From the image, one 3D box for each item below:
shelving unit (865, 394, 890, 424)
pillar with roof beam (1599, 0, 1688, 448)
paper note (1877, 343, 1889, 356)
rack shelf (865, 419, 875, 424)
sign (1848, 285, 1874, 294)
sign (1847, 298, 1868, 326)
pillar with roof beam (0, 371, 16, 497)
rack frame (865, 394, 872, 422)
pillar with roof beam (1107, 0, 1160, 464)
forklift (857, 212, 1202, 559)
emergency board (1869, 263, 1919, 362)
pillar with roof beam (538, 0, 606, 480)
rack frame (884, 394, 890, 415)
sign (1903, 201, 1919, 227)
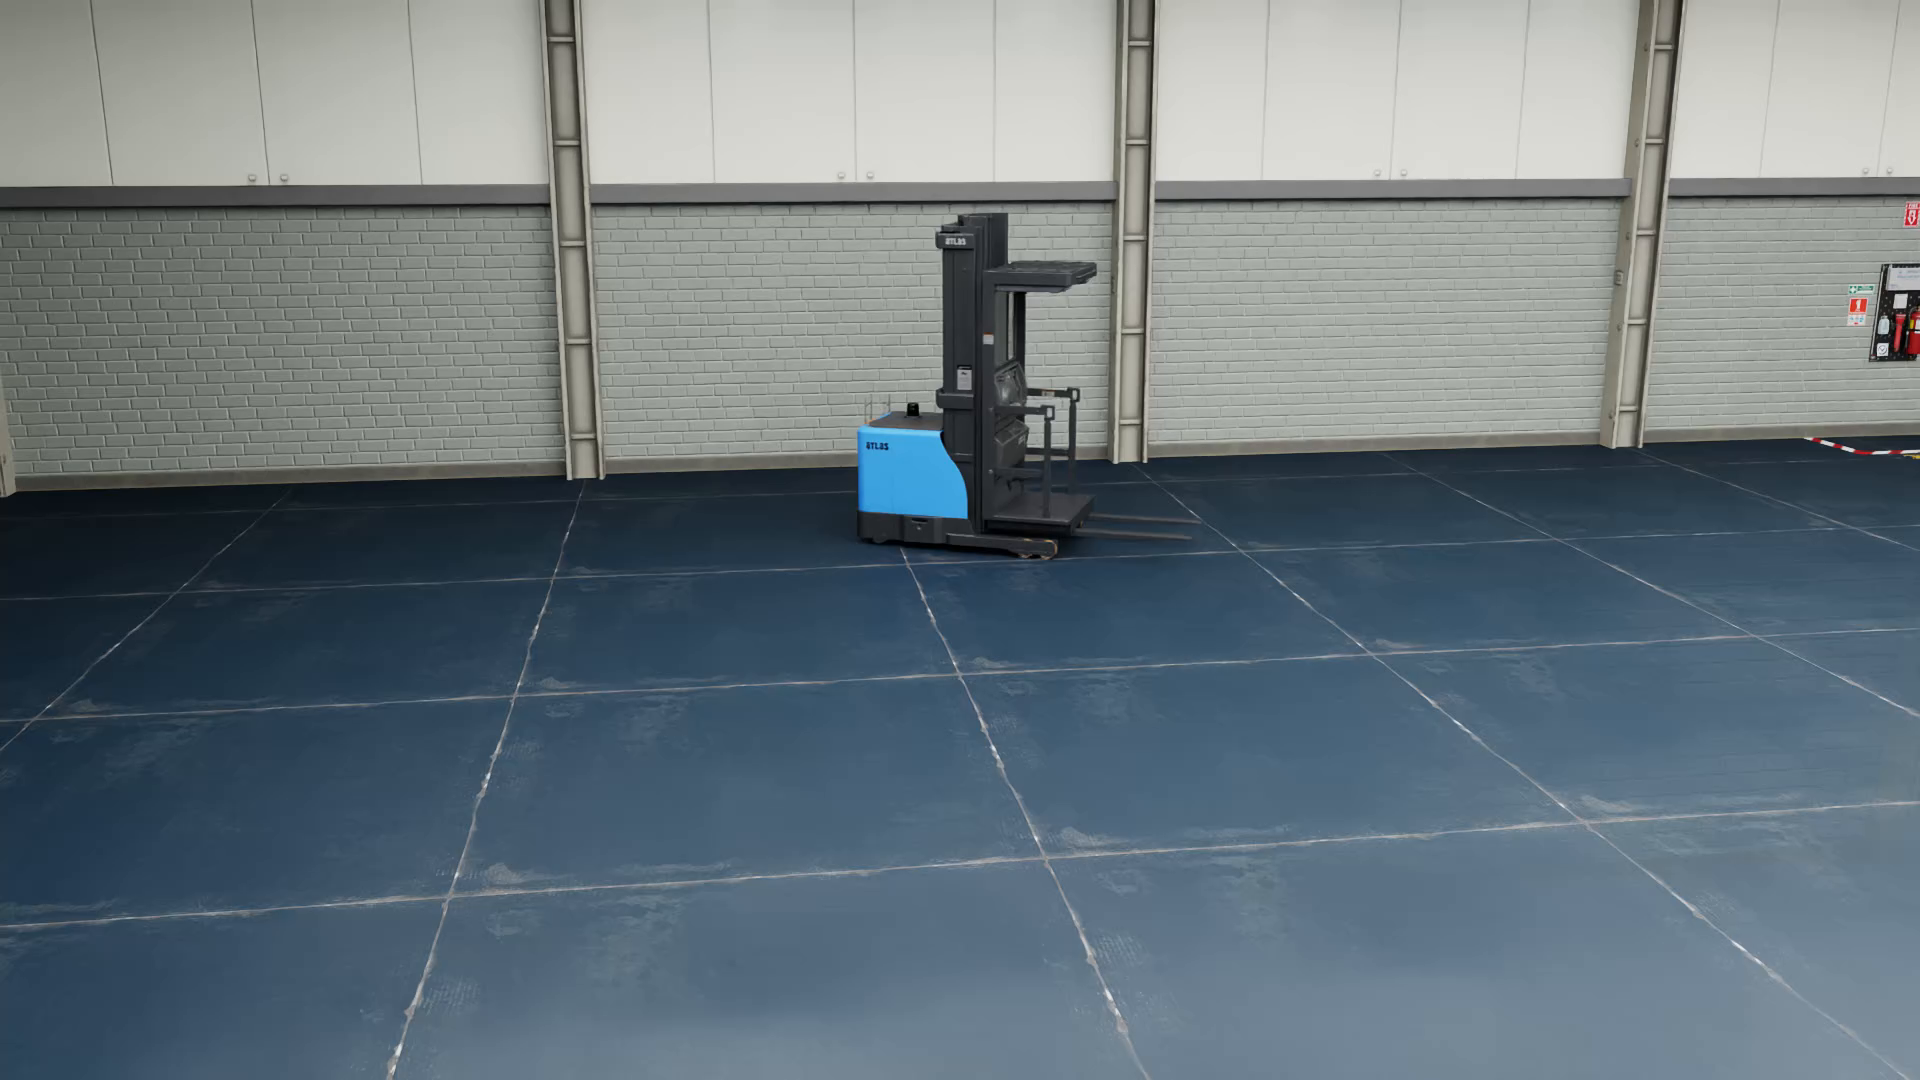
[{"bbox_3d":[-0.781,-0.782,15.903,0.189,1.200,0.258,3,14,11],"label":"shelving unit"},{"bbox_3d":[8.468,-4.449,14.491,0.400,9.000,9.100,-2,14,-8],"label":"pillar with roof beam"},{"bbox_3d":[11.125,-2.295,20.044,0.142,0.148,0.016,-2,14,-8],"label":"paper note"},{"bbox_3d":[-0.781,-1.088,15.826,0.180,0.103,0.258,3,14,11],"label":"rack shelf"},{"bbox_3d":[10.754,-2.989,19.839,0.331,0.109,0.001,-2,14,-8],"label":"sign"},{"bbox_3d":[10.749,-2.734,19.911,0.234,0.329,0.001,-2,14,-8],"label":"sign"},{"bbox_3d":[-9.331,-3.797,11.890,0.400,9.000,9.100,-2,14,-8],"label":"pillar with roof beam"},{"bbox_3d":[-0.871,-0.787,15.921,0.006,1.200,0.240,3,14,11],"label":"rack frame"},{"bbox_3d":[2.535,-4.232,13.624,0.400,9.000,9.100,-2,14,-8],"label":"pillar with roof beam"},{"bbox_3d":[0.641,-1.397,14.796,3.031,2.935,1.130,4,15,16],"label":"forklift"},{"bbox_3d":[11.311,-2.712,19.897,0.643,1.169,0.194,-2,14,-8],"label":"emergency board"},{"bbox_3d":[-3.398,-4.014,12.757,0.400,9.000,9.100,-2,14,-8],"label":"pillar with roof beam"},{"bbox_3d":[-0.692,-0.778,15.885,0.006,1.200,0.240,3,14,11],"label":"rack frame"},{"bbox_3d":[11.288,-3.860,19.709,0.199,0.298,0.001,-2,14,-8],"label":"sign"}]
